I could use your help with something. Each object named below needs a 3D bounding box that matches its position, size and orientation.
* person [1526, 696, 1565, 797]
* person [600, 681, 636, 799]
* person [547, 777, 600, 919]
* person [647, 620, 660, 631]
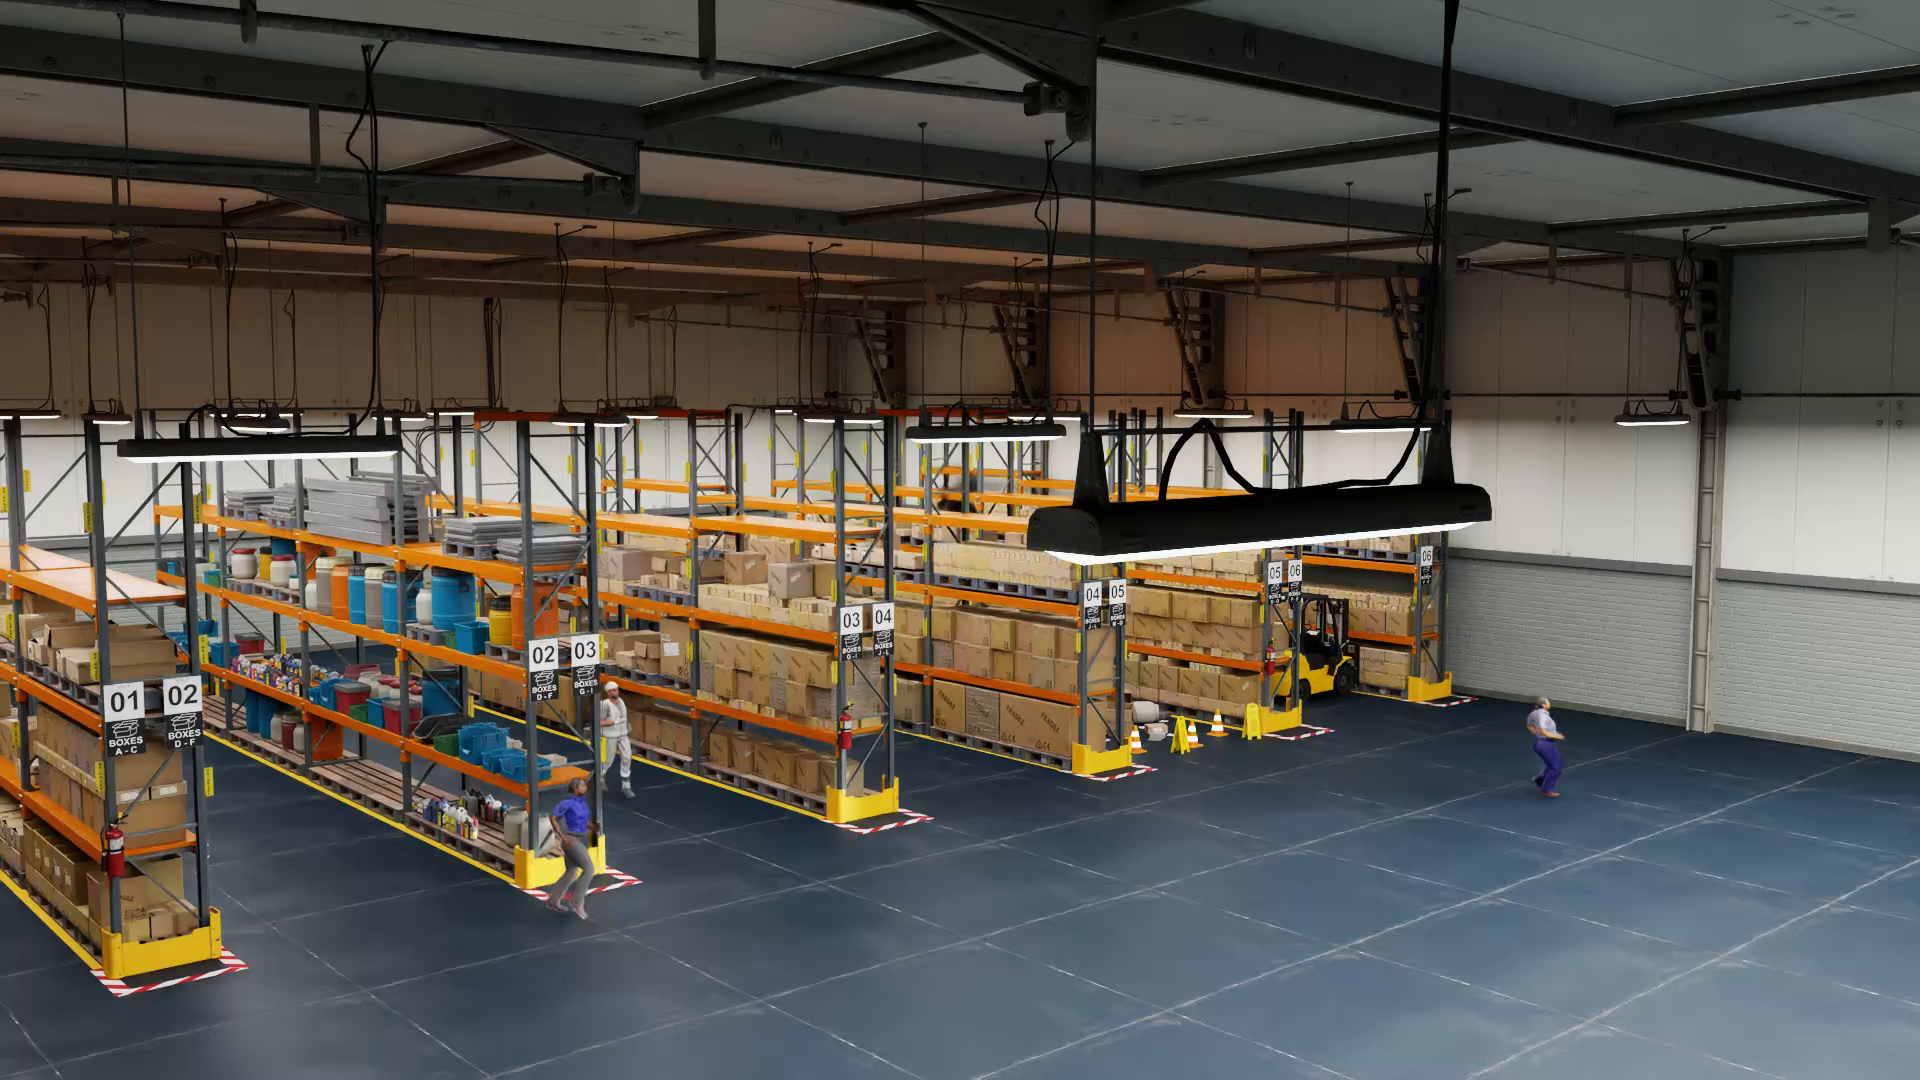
[{"bbox_3d":[9.242,3.243,26.135,0.549,1.589,0.602,0,5,3],"label":"person"},{"bbox_3d":[-5.441,3.123,26.184,0.849,1.819,0.653,4,7,40],"label":"person"},{"bbox_3d":[-4.715,3.757,20.322,0.654,1.667,0.606,0,5,1],"label":"person"},{"bbox_3d":[-7.582,1.906,41.645,0.841,1.566,0.648,2,5,17],"label":"person"}]
